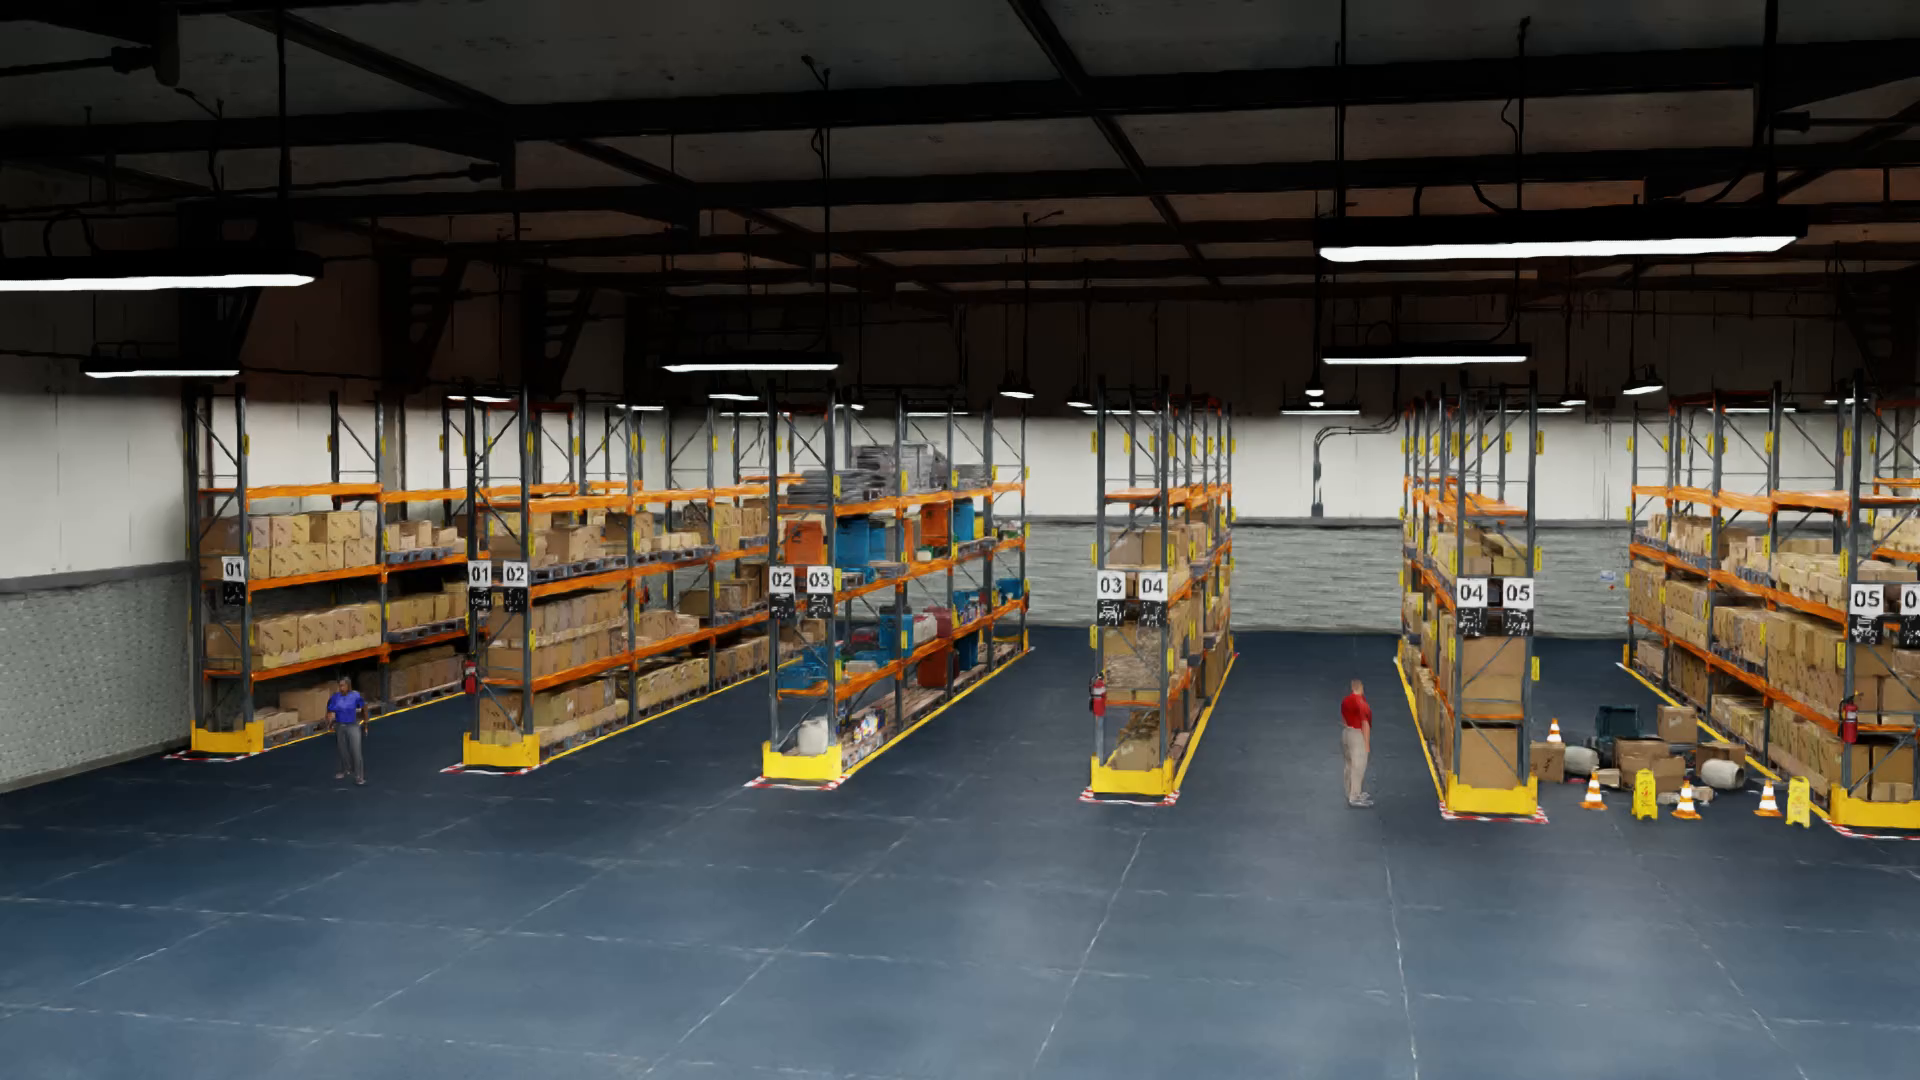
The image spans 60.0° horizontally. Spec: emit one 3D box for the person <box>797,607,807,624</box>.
[{"bbox_3d":[-3.994,1.680,42.891,0.476,1.744,0.727,3,5,44],"label":"person"}]

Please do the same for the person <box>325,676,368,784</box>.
[{"bbox_3d":[-9.056,2.787,24.657,0.612,1.588,0.825,0,3,-5],"label":"person"}]

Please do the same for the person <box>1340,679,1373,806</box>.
[{"bbox_3d":[5.572,2.797,23.220,0.449,1.737,0.595,-1,3,-19],"label":"person"}]
